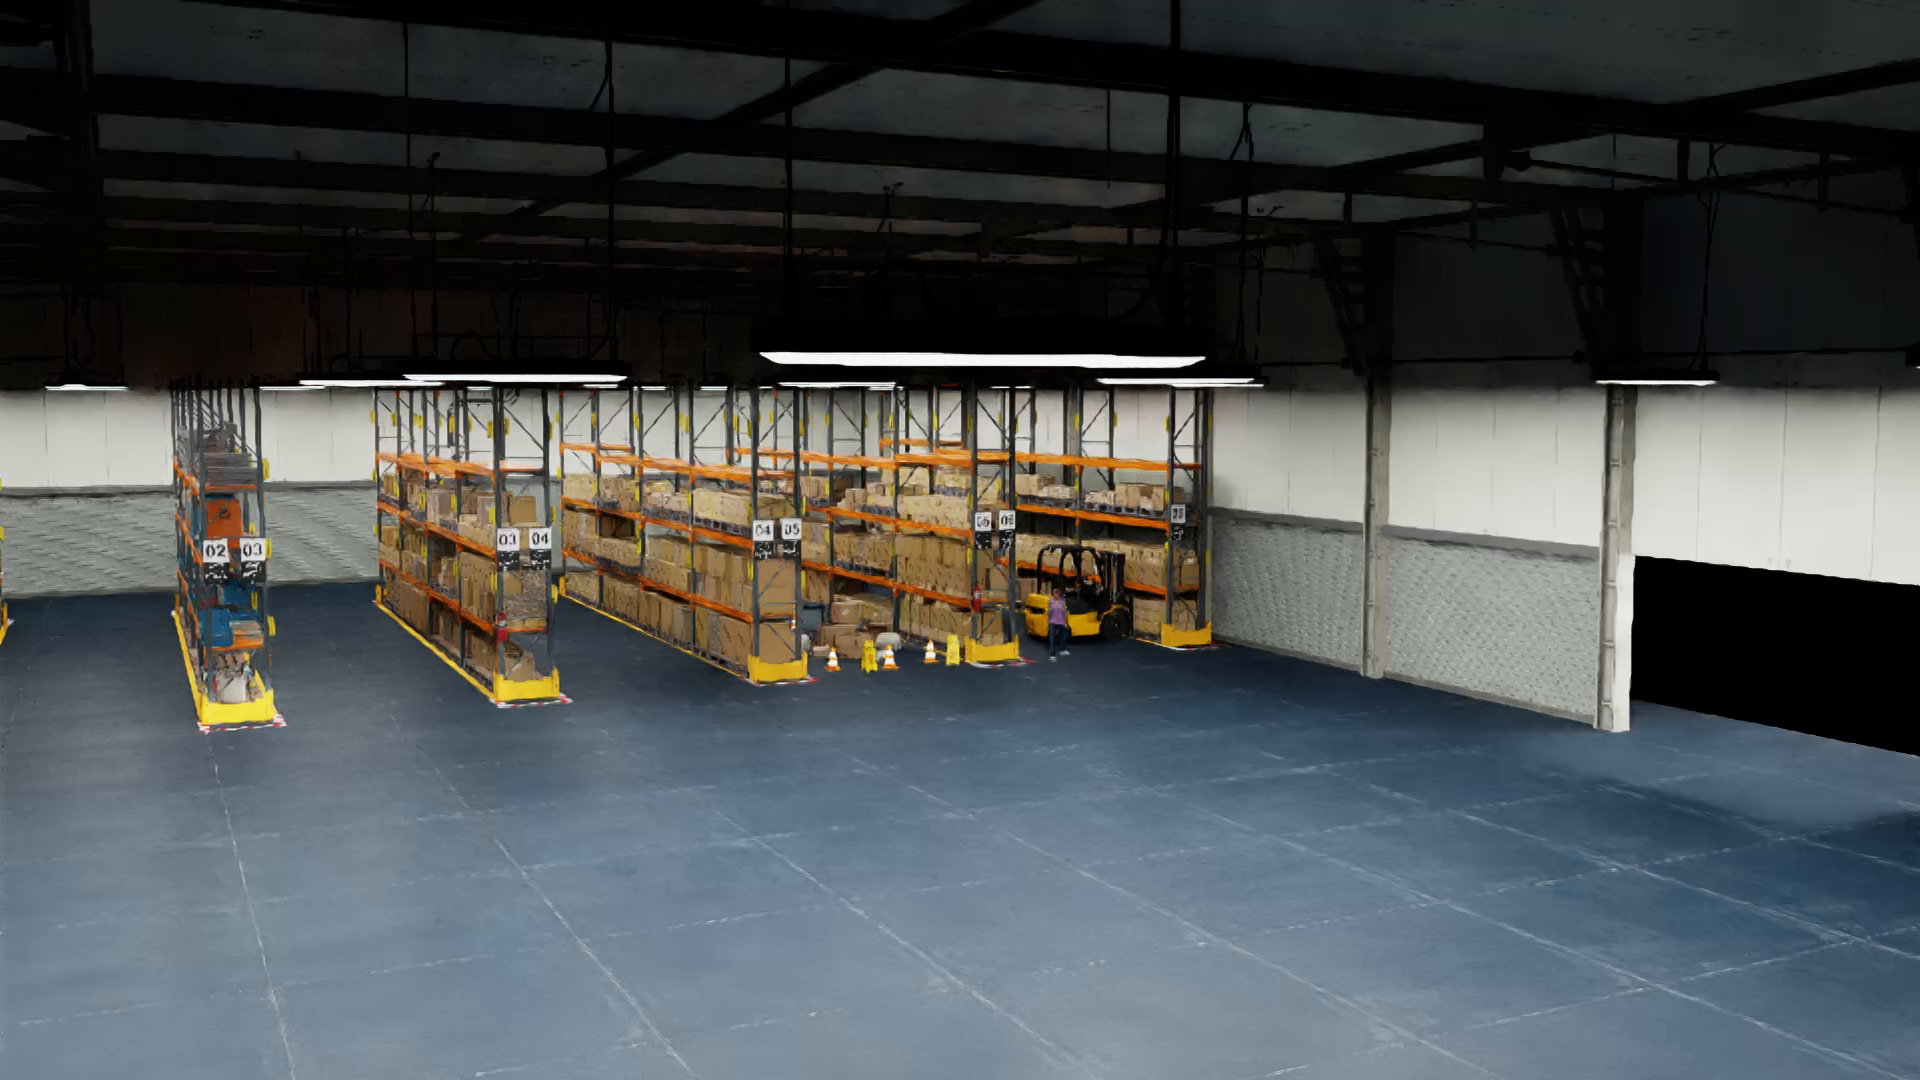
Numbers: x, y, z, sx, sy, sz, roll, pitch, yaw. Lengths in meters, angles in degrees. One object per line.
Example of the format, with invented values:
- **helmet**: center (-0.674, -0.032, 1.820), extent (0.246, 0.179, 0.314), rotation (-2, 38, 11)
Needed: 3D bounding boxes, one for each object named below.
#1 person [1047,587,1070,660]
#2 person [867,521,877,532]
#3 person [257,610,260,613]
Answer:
- **person**: center (2.129, 1.773, 35.697), extent (0.510, 1.552, 0.844), rotation (0, 5, -1)
- **person**: center (-2.785, 0.172, 53.568), extent (0.443, 1.587, 0.637), rotation (4, 6, 38)
- **person**: center (-18.382, 1.016, 42.883), extent (0.501, 1.791, 0.655), rotation (-1, 5, -14)
